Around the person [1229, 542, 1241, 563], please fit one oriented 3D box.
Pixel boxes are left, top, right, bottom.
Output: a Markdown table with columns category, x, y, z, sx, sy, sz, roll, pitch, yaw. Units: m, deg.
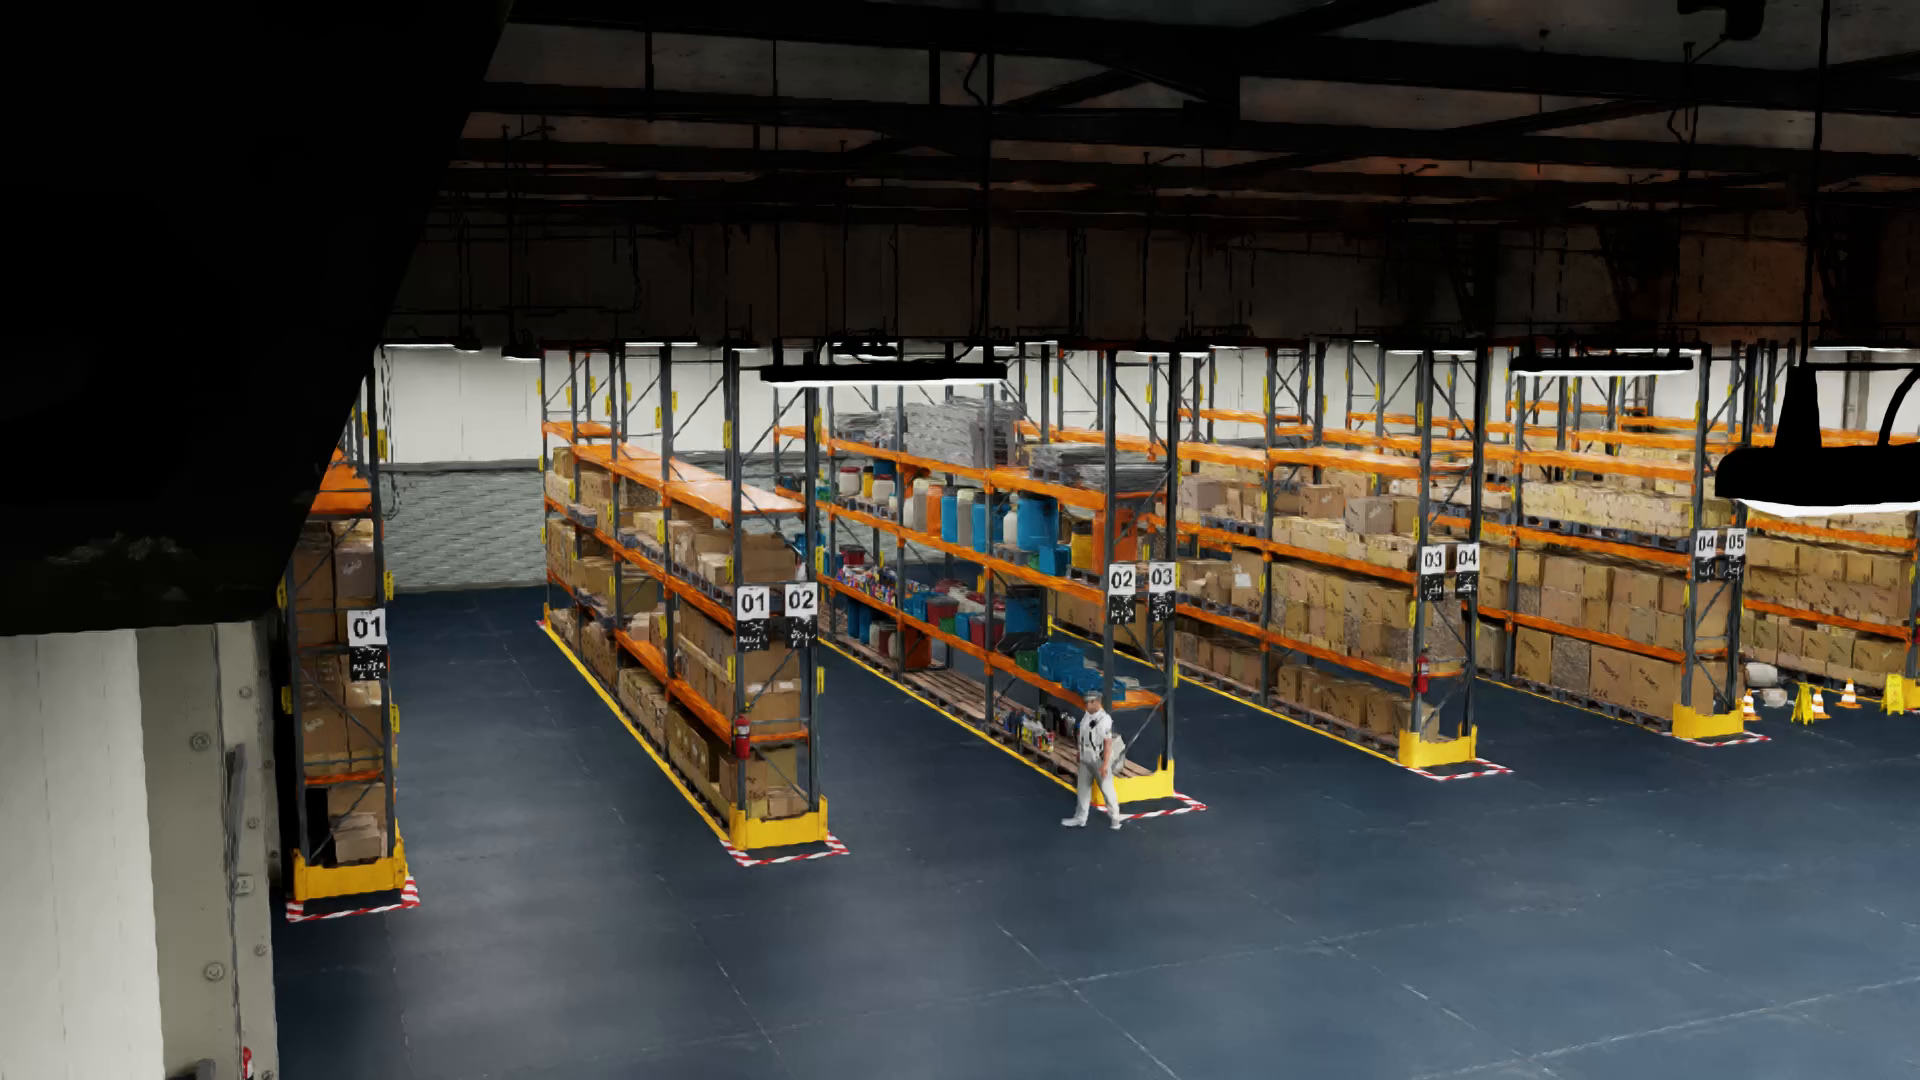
| category | x | y | z | sx | sy | sz | roll | pitch | yaw |
| --- | --- | --- | --- | --- | --- | --- | --- | --- | --- |
| person | 5.863 | 0.869 | 35.556 | 0.582 | 1.664 | 0.578 | 0 | 7 | -3 |

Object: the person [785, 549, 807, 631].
| category | x | y | z | sx | sy | sz | roll | pitch | yaw |
| --- | --- | --- | --- | --- | --- | --- | --- | --- | --- |
| person | -3.334 | 1.048 | 34.010 | 0.596 | 1.746 | 0.974 | 0 | 7 | 2 |

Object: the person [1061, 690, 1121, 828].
| category | x | y | z | sx | sy | sz | roll | pitch | yaw |
| --- | --- | --- | --- | --- | --- | --- | --- | --- | --- |
| person | 1.648 | 2.741 | 20.972 | 0.669 | 1.740 | 0.773 | -5 | 9 | -32 |
